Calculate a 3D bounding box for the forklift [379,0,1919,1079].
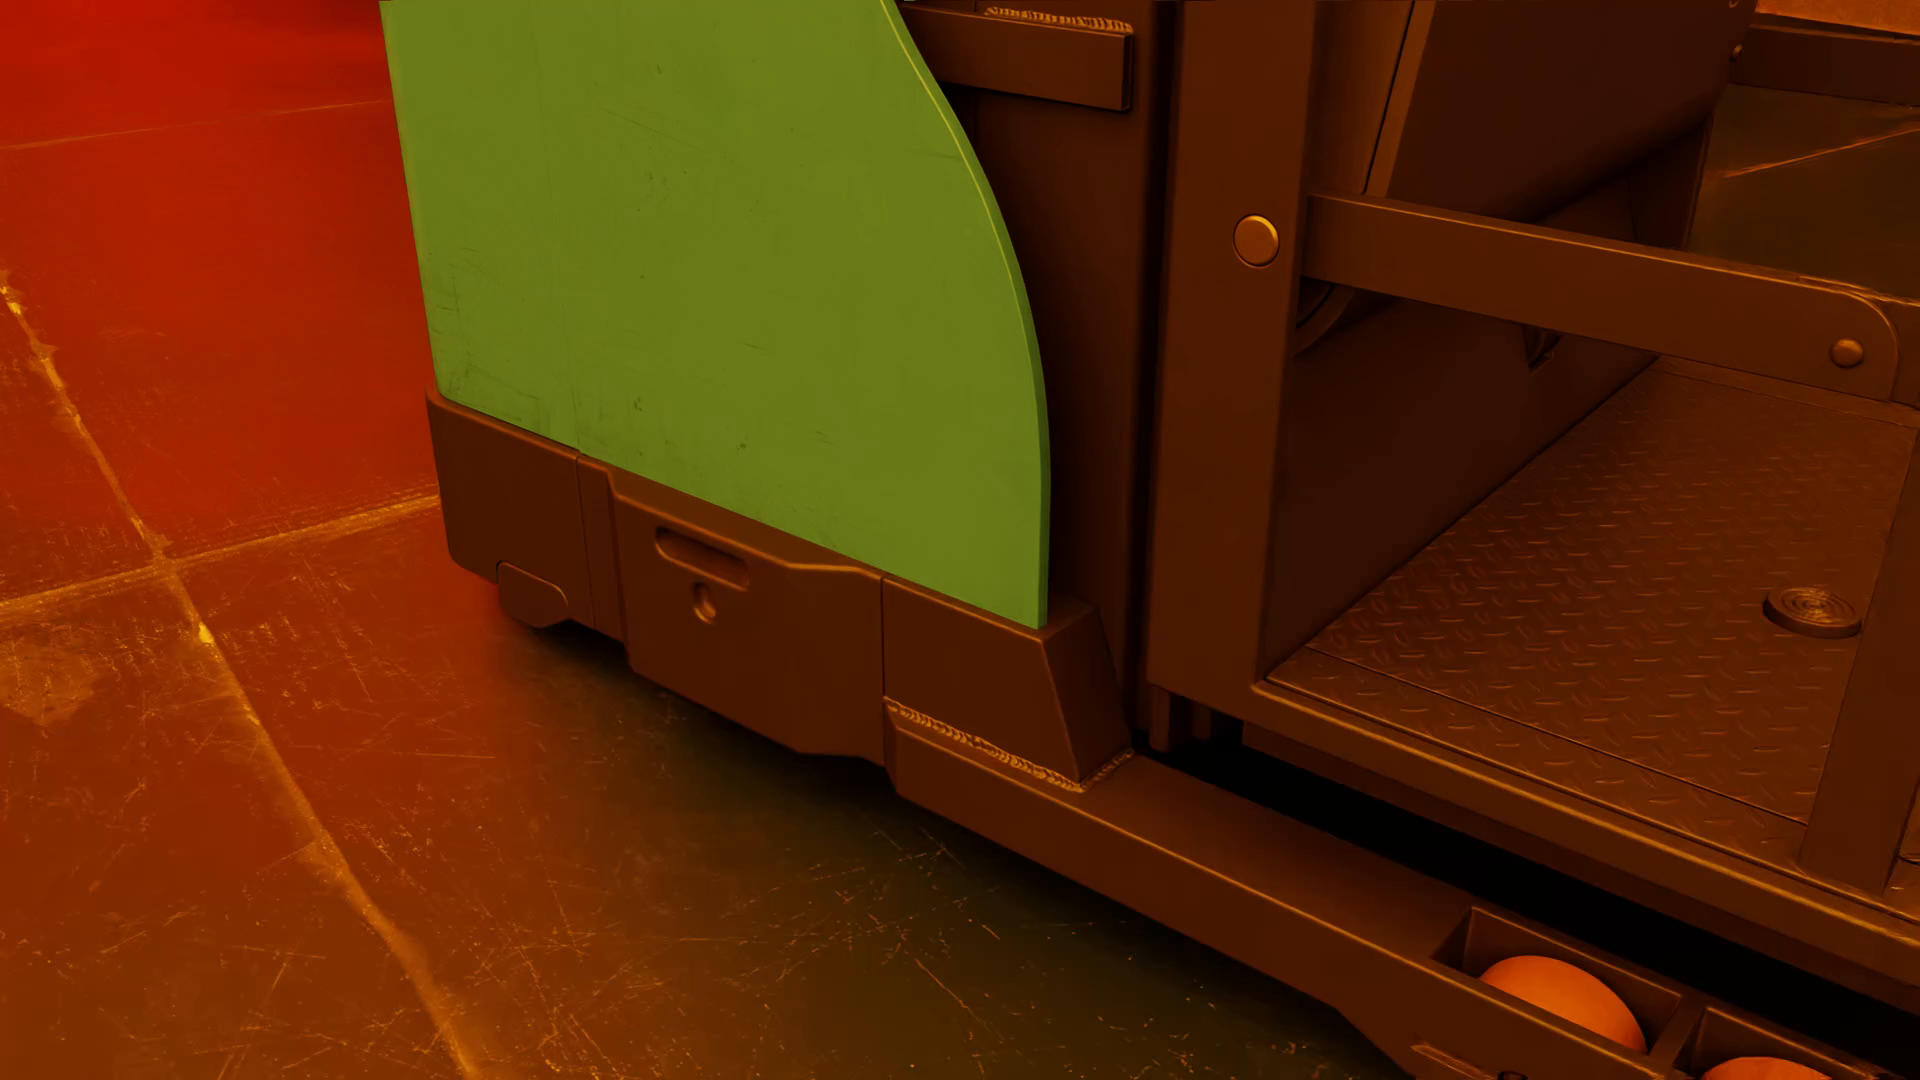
[{"bbox_3d":[0.750,-0.993,1.210,3.031,2.935,1.130,20,33,34],"label":"forklift"}]
